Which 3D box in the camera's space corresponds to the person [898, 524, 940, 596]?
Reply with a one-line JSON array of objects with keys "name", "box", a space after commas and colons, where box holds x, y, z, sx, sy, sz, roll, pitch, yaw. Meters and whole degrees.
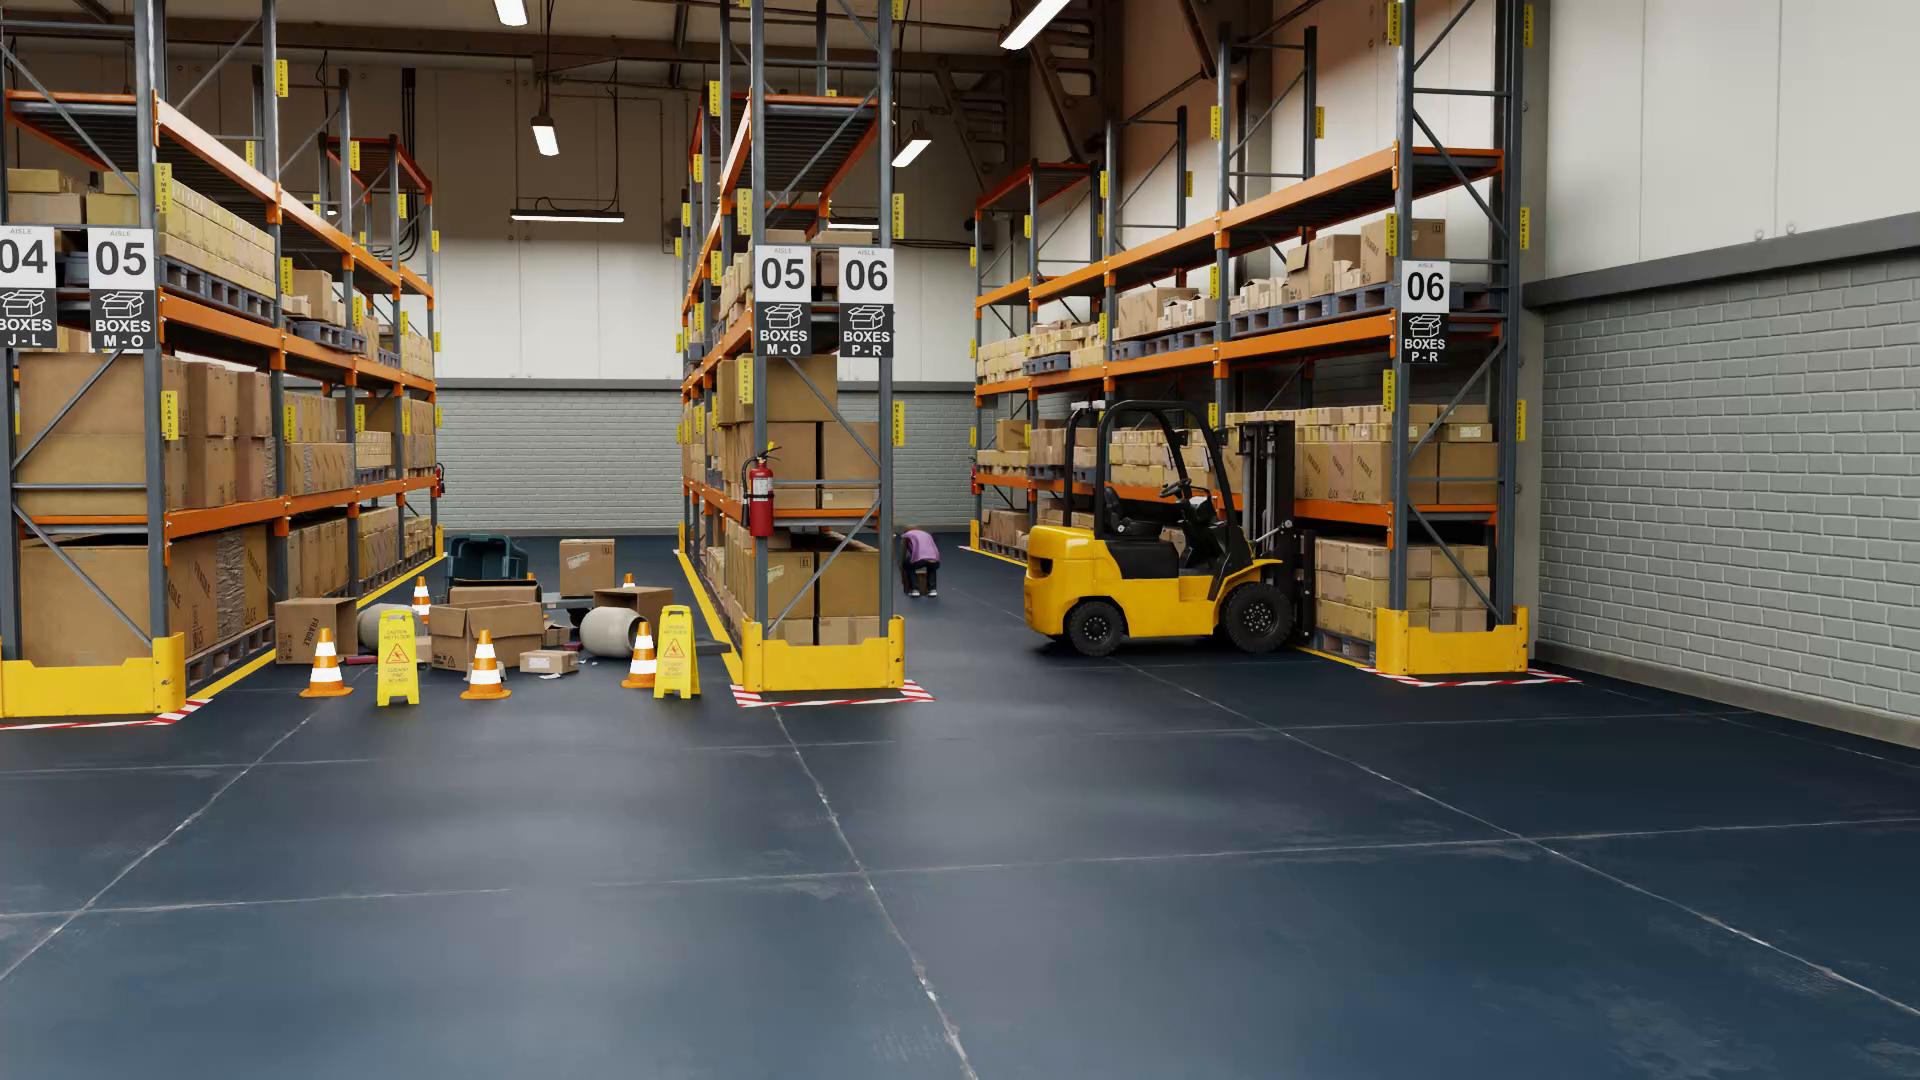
[{"name": "person", "box": [-0.480, 0.244, 19.747, 0.442, 0.835, 0.800, -1, 3, -12]}]
